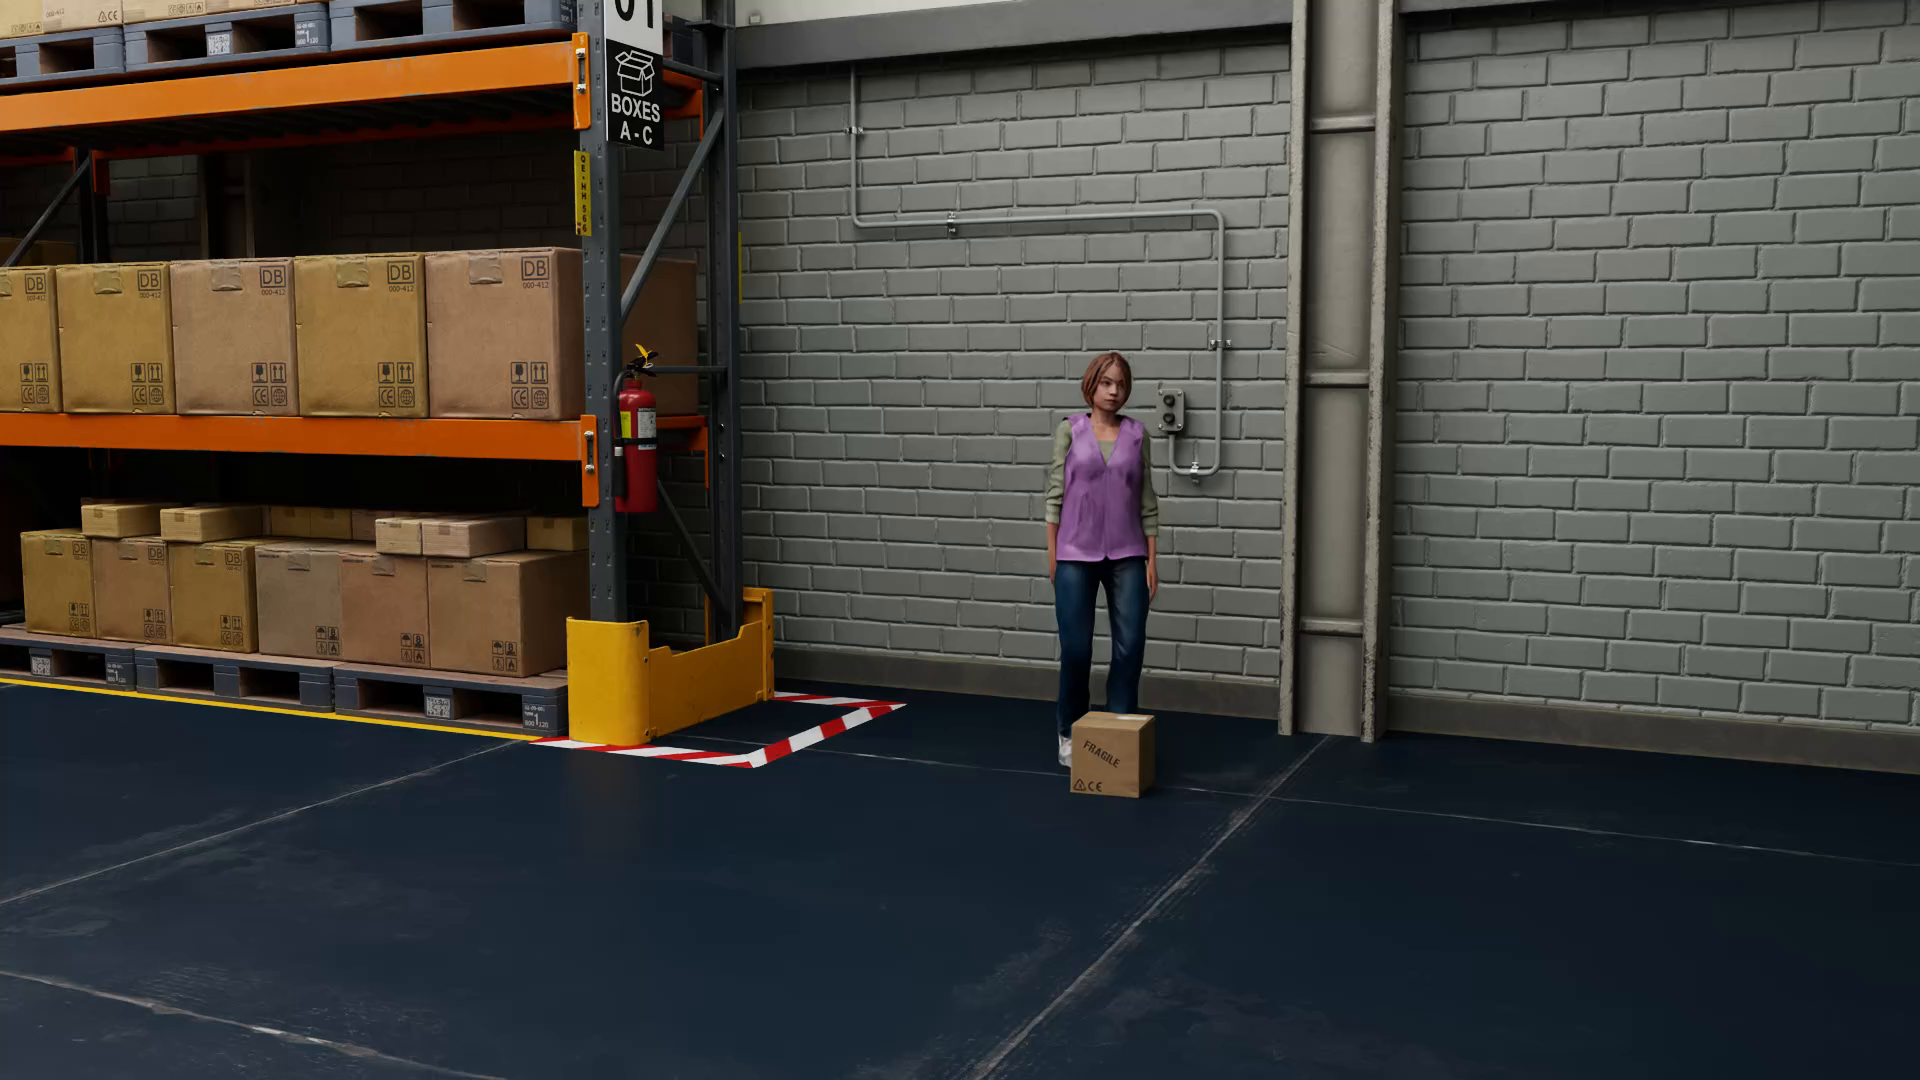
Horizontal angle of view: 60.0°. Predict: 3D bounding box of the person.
[{"bbox_3d":[0.538,0.118,6.190,0.421,1.629,0.567,0,6,-4],"label":"person"}]
